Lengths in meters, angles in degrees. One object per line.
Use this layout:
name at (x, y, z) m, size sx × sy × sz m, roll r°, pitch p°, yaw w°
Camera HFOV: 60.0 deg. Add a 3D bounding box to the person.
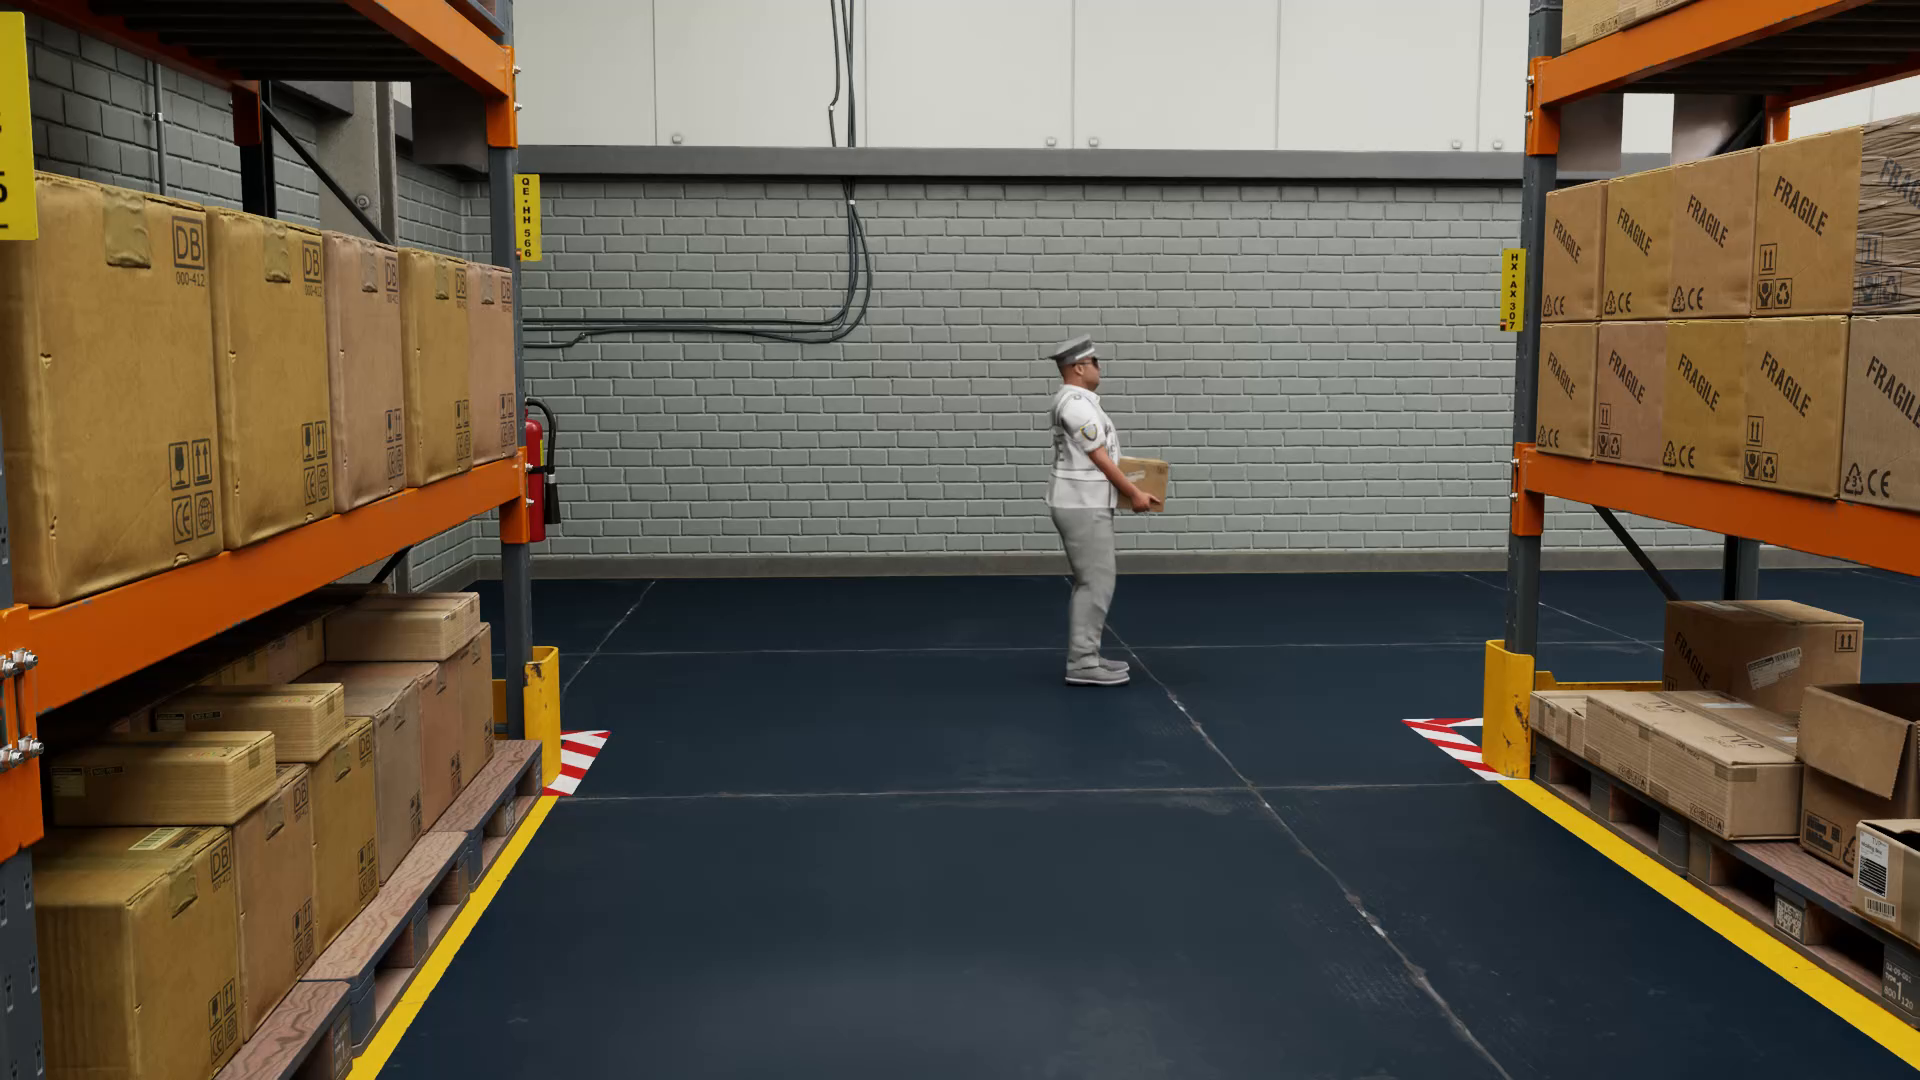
person at (0.720, -0.166, 8.503) m, size 0.562 × 1.772 × 0.504 m, roll 0°, pitch 7°, yaw -4°
